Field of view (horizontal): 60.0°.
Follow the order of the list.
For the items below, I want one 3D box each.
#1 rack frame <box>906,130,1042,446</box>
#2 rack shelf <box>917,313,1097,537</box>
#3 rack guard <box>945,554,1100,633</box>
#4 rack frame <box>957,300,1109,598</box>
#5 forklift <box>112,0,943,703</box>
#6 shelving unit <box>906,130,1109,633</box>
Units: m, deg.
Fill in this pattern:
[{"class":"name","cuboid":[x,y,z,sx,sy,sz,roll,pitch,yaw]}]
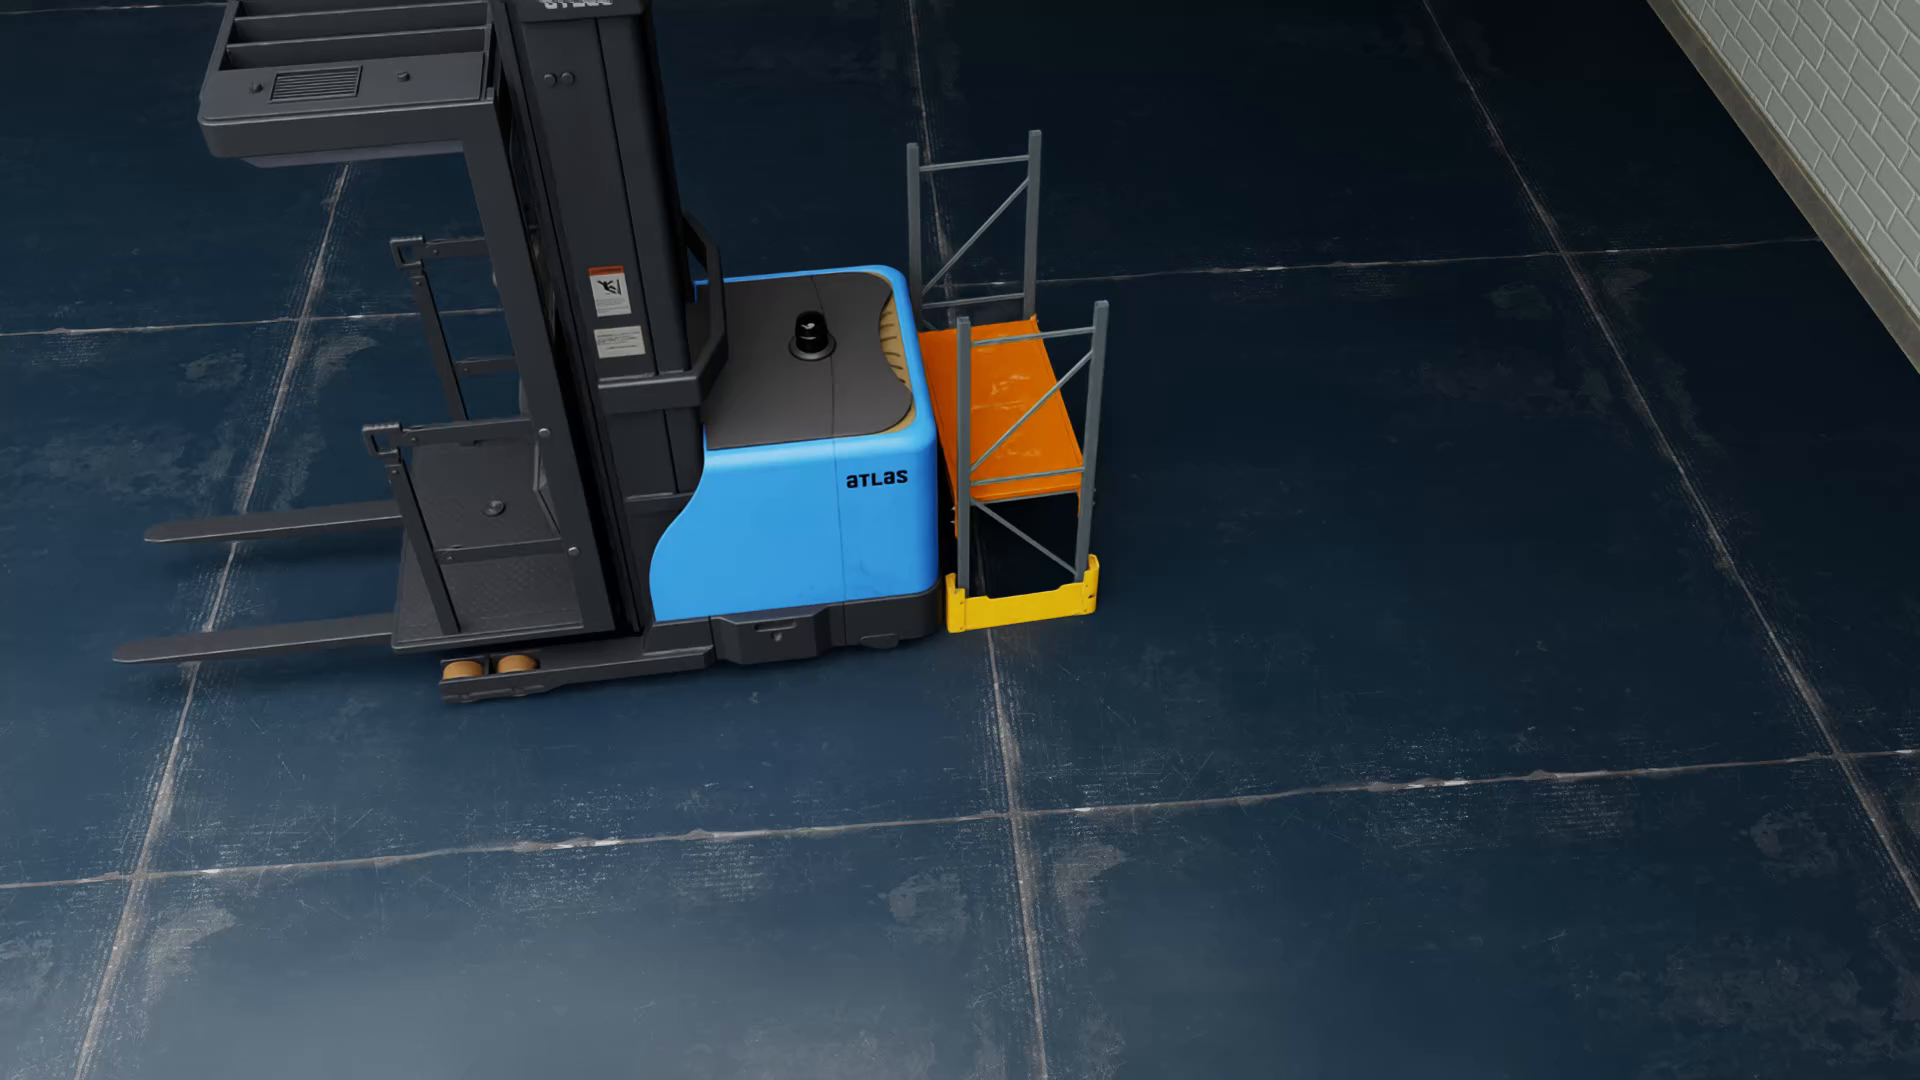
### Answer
[{"class":"rack frame","cuboid":[0.052,-0.949,6.616,0.500,1.500,0.032,-8,47,-7]},{"class":"rack shelf","cuboid":[0.145,-0.463,6.403,0.538,0.185,1.000,-8,47,-7]},{"class":"rack guard","cuboid":[0.237,0.205,6.383,0.587,0.250,0.087,-8,47,-7]},{"class":"rack frame","cuboid":[0.237,-0.224,5.929,0.500,1.500,0.032,-8,47,-7]},{"class":"forklift","cuboid":[-1.626,-0.817,5.505,3.031,2.935,1.130,-6,47,-6]},{"class":"shelving unit","cuboid":[0.146,-0.580,6.266,0.587,1.500,1.083,-8,47,-7]}]
